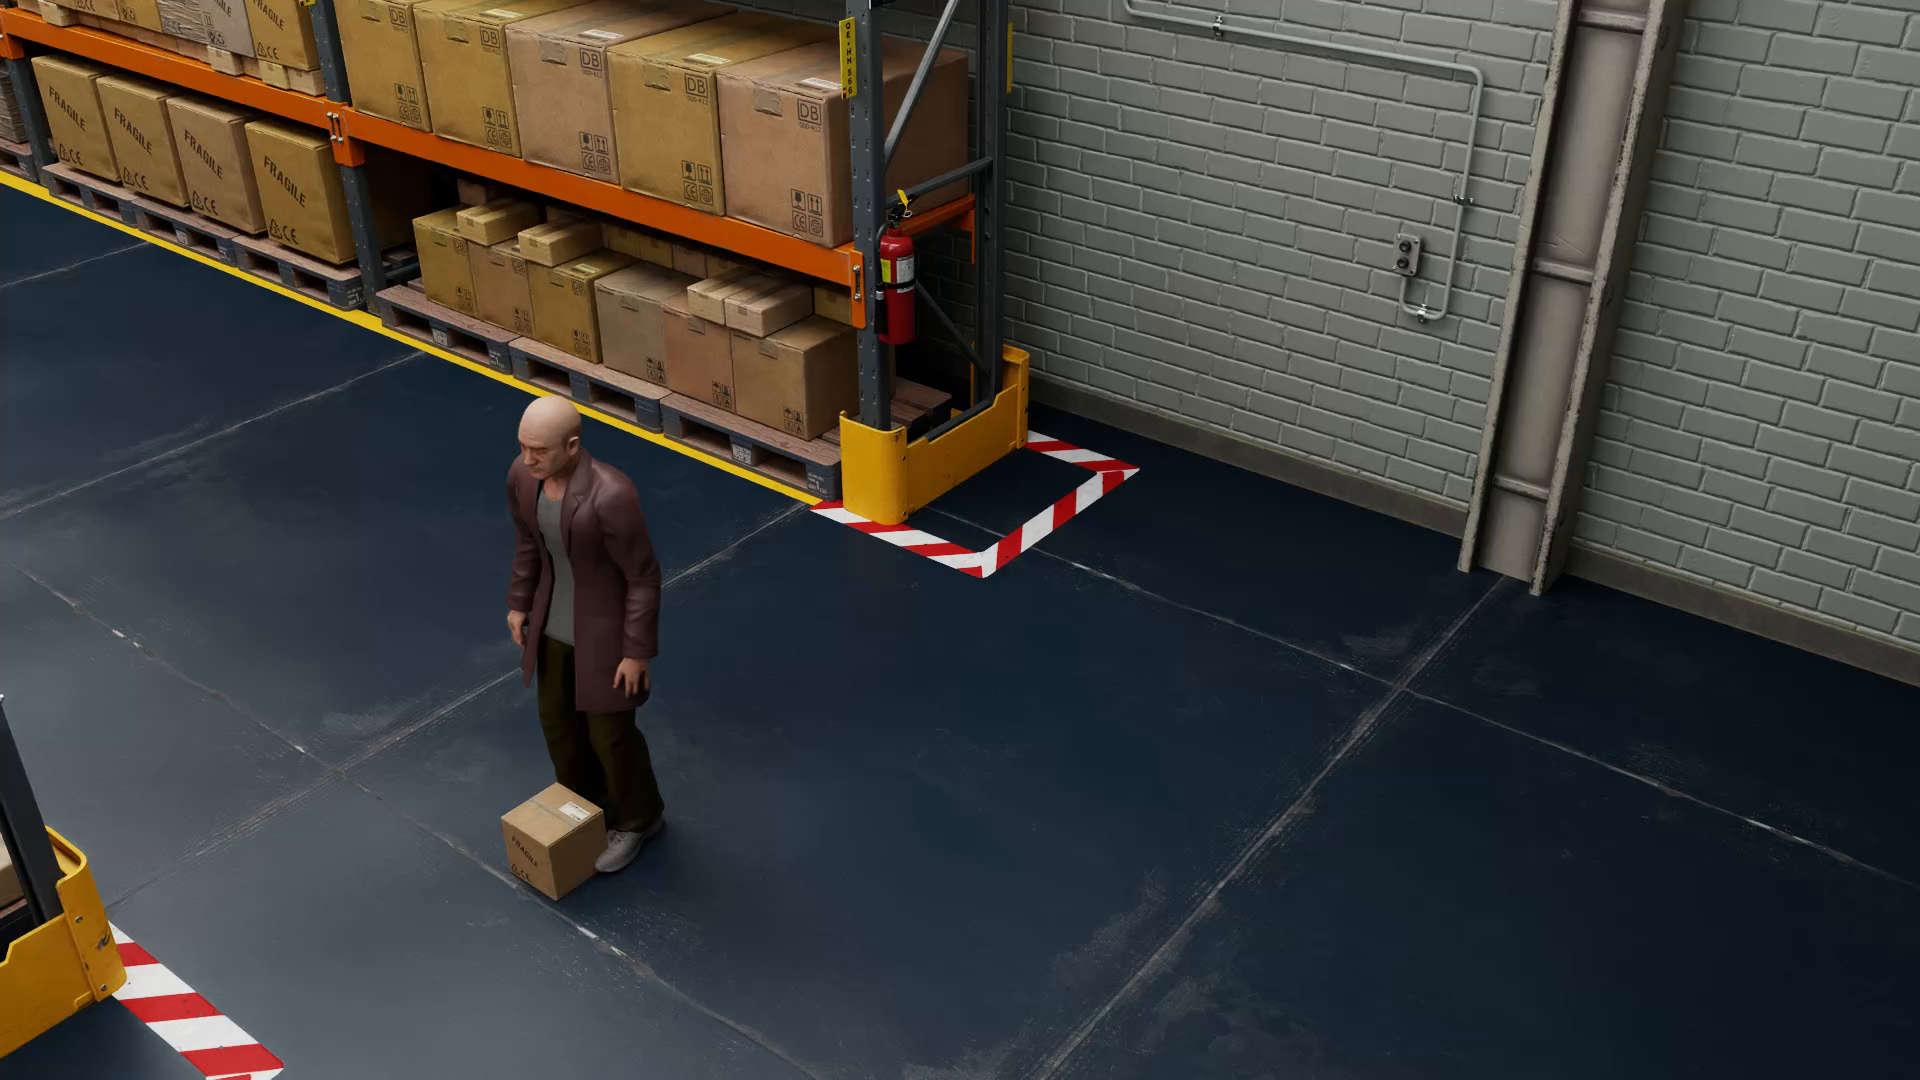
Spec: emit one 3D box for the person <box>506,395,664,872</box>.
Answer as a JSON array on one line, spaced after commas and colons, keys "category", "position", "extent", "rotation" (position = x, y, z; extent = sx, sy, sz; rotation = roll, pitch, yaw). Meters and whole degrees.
[{"category": "person", "position": [-1.268, 0.383, 5.676], "extent": [0.655, 1.591, 0.419], "rotation": [19, 36, 29]}]
